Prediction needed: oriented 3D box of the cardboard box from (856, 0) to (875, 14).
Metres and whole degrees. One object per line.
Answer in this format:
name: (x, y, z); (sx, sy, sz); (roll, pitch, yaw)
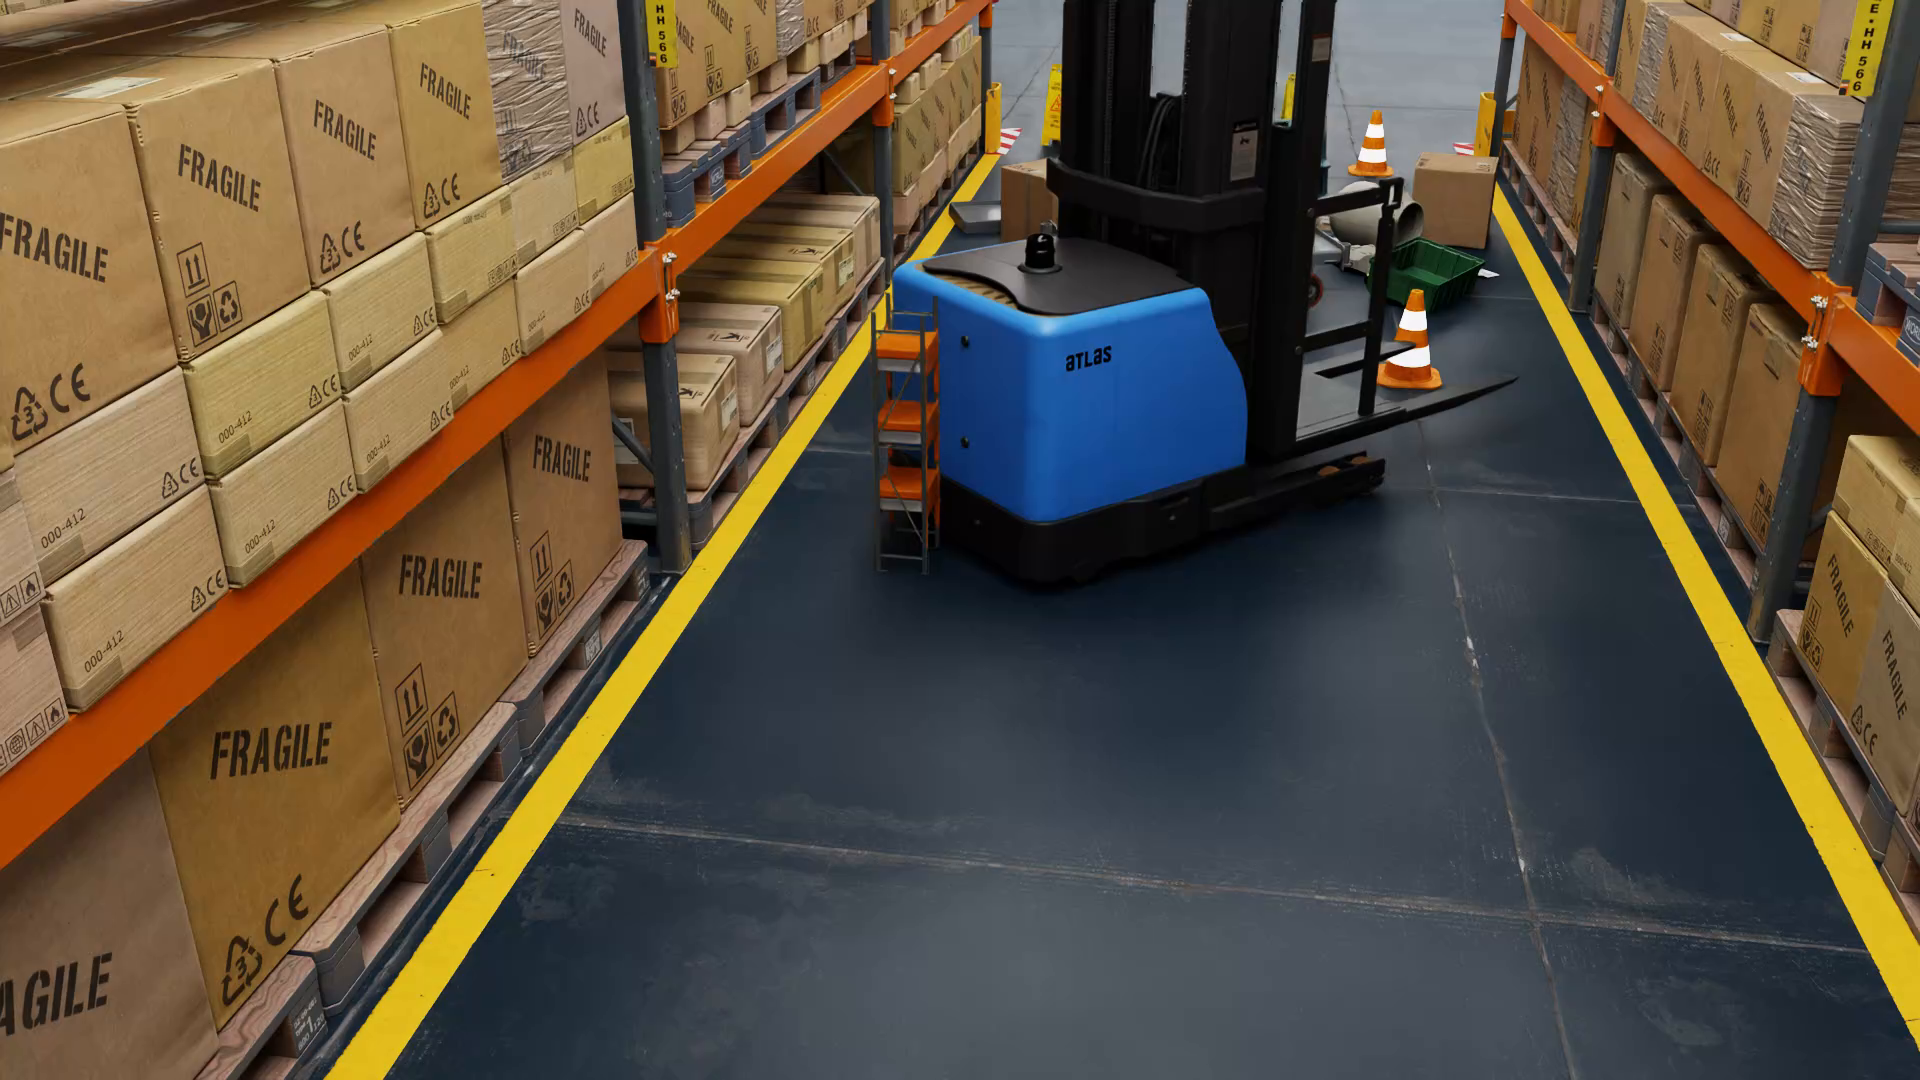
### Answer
cardboard box: (-0.752, -3.108, 8.887); (0.500, 0.500, 0.500); (4, 25, 8)

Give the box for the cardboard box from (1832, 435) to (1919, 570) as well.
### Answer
cardboard box: (2.992, -0.099, 4.992); (0.500, 0.250, 0.500); (3, 25, 6)

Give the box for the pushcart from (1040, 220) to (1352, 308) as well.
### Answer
pushcart: (1.355, -1.622, 9.770); (1.648, 0.377, 0.936); (-5, 25, -10)

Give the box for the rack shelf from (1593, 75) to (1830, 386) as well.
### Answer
rack shelf: (3.670, -1.484, 7.230); (1.077, 0.370, 4.000); (4, 25, 9)

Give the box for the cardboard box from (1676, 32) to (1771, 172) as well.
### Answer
cardboard box: (3.397, -1.858, 7.062); (0.500, 0.500, 0.500); (4, 25, 9)

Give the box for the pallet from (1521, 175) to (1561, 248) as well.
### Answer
pallet: (4.396, -2.207, 11.217); (1.003, 0.211, 1.213); (4, 25, 9)

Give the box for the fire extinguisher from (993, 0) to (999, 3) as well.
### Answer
fire extinguisher: (0.224, -4.601, 13.132); (0.296, 0.674, 0.183); (4, 25, 9)

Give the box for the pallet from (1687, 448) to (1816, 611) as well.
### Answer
pallet: (3.547, -0.035, 6.575); (1.003, 0.211, 1.213); (4, 25, 9)

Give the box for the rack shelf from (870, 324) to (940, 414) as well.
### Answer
rack shelf: (-0.203, -0.643, 6.242); (0.215, 0.259, 0.240); (4, 25, 9)

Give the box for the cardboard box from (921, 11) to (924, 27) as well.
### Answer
cardboard box: (-0.444, -3.380, 10.728); (0.380, 0.149, 0.250); (4, 25, 8)

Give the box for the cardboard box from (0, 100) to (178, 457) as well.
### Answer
cardboard box: (-1.799, -0.478, 2.935); (0.500, 0.500, 0.500); (4, 25, 8)

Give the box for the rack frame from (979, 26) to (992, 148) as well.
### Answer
rack frame: (-0.249, -4.620, 13.081); (1.000, 3.000, 0.127); (4, 25, 9)

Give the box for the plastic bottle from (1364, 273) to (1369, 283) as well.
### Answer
plastic bottle: (2.553, -1.535, 9.958); (0.133, 0.061, 0.283); (-9, 27, -19)

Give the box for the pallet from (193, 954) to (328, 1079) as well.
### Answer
pallet: (-2.158, 1.334, 3.651); (1.003, 0.211, 1.213); (4, 25, 9)

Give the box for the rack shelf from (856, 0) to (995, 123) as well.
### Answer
rack shelf: (-0.576, -3.457, 11.447); (1.077, 0.370, 4.000); (4, 25, 9)

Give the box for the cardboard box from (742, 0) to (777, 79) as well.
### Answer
cardboard box: (-1.096, -2.257, 7.070); (0.500, 0.500, 0.500); (4, 25, 9)

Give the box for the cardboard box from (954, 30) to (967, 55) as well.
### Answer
cardboard box: (-0.161, -3.582, 11.962); (0.380, 0.149, 0.250); (4, 25, 9)

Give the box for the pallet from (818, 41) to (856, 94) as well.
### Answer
pallet: (-1.171, -2.550, 8.887); (1.003, 0.211, 1.213); (4, 25, 9)

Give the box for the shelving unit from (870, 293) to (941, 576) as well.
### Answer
shelving unit: (-0.203, -0.396, 6.358); (0.215, 1.050, 0.252); (4, 25, 9)

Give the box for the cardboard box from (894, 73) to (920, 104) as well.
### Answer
cardboard box: (-0.460, -2.801, 10.295); (0.380, 0.149, 0.250); (4, 25, 9)

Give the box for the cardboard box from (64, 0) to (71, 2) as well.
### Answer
cardboard box: (-5.470, -3.502, 10.575); (0.500, 0.500, 0.500); (3, 25, 7)

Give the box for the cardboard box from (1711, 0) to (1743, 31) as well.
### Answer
cardboard box: (3.757, -2.510, 7.276); (0.700, 0.500, 0.500); (4, 25, 9)

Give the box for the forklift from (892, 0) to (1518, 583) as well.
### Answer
forklift: (1.215, -1.639, 6.794); (3.031, 2.935, 1.130); (-17, 30, -32)

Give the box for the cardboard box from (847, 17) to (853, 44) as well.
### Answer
cardboard box: (-0.775, -2.680, 8.738); (0.380, 0.149, 0.250); (3, 25, 7)

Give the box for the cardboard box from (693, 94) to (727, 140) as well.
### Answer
cardboard box: (-1.150, -1.700, 6.646); (0.380, 0.149, 0.250); (2, 25, 5)

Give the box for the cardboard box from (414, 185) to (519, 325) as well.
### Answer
cardboard box: (-1.529, -0.782, 4.469); (0.500, 0.250, 0.500); (3, 25, 7)

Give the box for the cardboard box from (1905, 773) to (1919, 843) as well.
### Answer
cardboard box: (2.818, 0.672, 4.228); (0.500, 0.500, 0.500); (3, 25, 7)

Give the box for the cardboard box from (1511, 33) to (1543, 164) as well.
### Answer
cardboard box: (4.605, -3.259, 12.185); (0.875, 0.875, 0.875); (4, 25, 9)

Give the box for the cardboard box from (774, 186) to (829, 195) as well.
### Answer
cardboard box: (-1.071, -2.158, 10.569); (0.500, 0.250, 0.500); (5, 26, 11)

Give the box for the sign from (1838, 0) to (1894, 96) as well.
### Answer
sign: (2.795, -1.535, 5.125); (0.100, 0.325, 0.005); (4, 25, 9)

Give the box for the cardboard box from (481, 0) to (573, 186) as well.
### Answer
cardboard box: (-1.459, -1.322, 4.740); (0.500, 0.500, 0.500); (4, 25, 9)

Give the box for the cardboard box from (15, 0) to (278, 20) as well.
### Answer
cardboard box: (-2.050, -1.159, 4.391); (0.500, 0.500, 0.500); (5, 25, 10)

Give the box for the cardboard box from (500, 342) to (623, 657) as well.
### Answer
cardboard box: (-1.751, -0.219, 5.690); (0.875, 0.875, 0.875); (4, 25, 8)

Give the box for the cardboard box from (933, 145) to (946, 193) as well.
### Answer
cardboard box: (-0.380, -2.566, 11.441); (0.500, 0.250, 0.500); (4, 25, 8)

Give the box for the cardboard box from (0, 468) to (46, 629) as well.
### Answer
cardboard box: (-1.860, 0.076, 2.636); (0.500, 0.250, 0.500); (3, 25, 7)

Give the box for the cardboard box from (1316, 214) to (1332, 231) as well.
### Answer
cardboard box: (2.461, -2.254, 11.253); (0.396, 0.266, 0.258); (8, 26, 18)

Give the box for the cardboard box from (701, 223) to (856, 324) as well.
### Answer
cardboard box: (-1.100, -1.426, 8.863); (0.950, 0.372, 0.625); (6, 26, 12)

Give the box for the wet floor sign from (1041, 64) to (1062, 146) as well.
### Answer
wet floor sign: (0.838, -3.559, 13.592); (0.267, 0.644, 0.232); (13, 28, 26)

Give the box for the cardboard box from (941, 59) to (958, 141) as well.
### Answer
cardboard box: (-0.294, -3.122, 11.745); (0.500, 0.500, 0.500); (3, 25, 7)

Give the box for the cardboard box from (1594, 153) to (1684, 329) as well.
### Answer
cardboard box: (3.985, -1.552, 8.685); (1.050, 0.750, 0.750); (4, 25, 8)

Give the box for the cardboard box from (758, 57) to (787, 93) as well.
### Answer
cardboard box: (-1.008, -2.146, 7.597); (0.380, 0.149, 0.250); (5, 26, 10)

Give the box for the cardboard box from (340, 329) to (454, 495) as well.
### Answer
cardboard box: (-1.605, -0.337, 4.108); (0.500, 0.250, 0.500); (4, 25, 8)

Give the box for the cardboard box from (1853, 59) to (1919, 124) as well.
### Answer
cardboard box: (3.427, -1.658, 5.457); (0.700, 0.500, 0.500); (4, 25, 8)

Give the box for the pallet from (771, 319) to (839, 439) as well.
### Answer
pallet: (-1.226, -0.846, 8.309); (1.003, 0.211, 1.213); (4, 25, 9)

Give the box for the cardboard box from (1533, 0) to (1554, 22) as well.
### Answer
cardboard box: (4.351, -3.772, 11.092); (0.875, 0.550, 0.550); (4, 25, 9)
